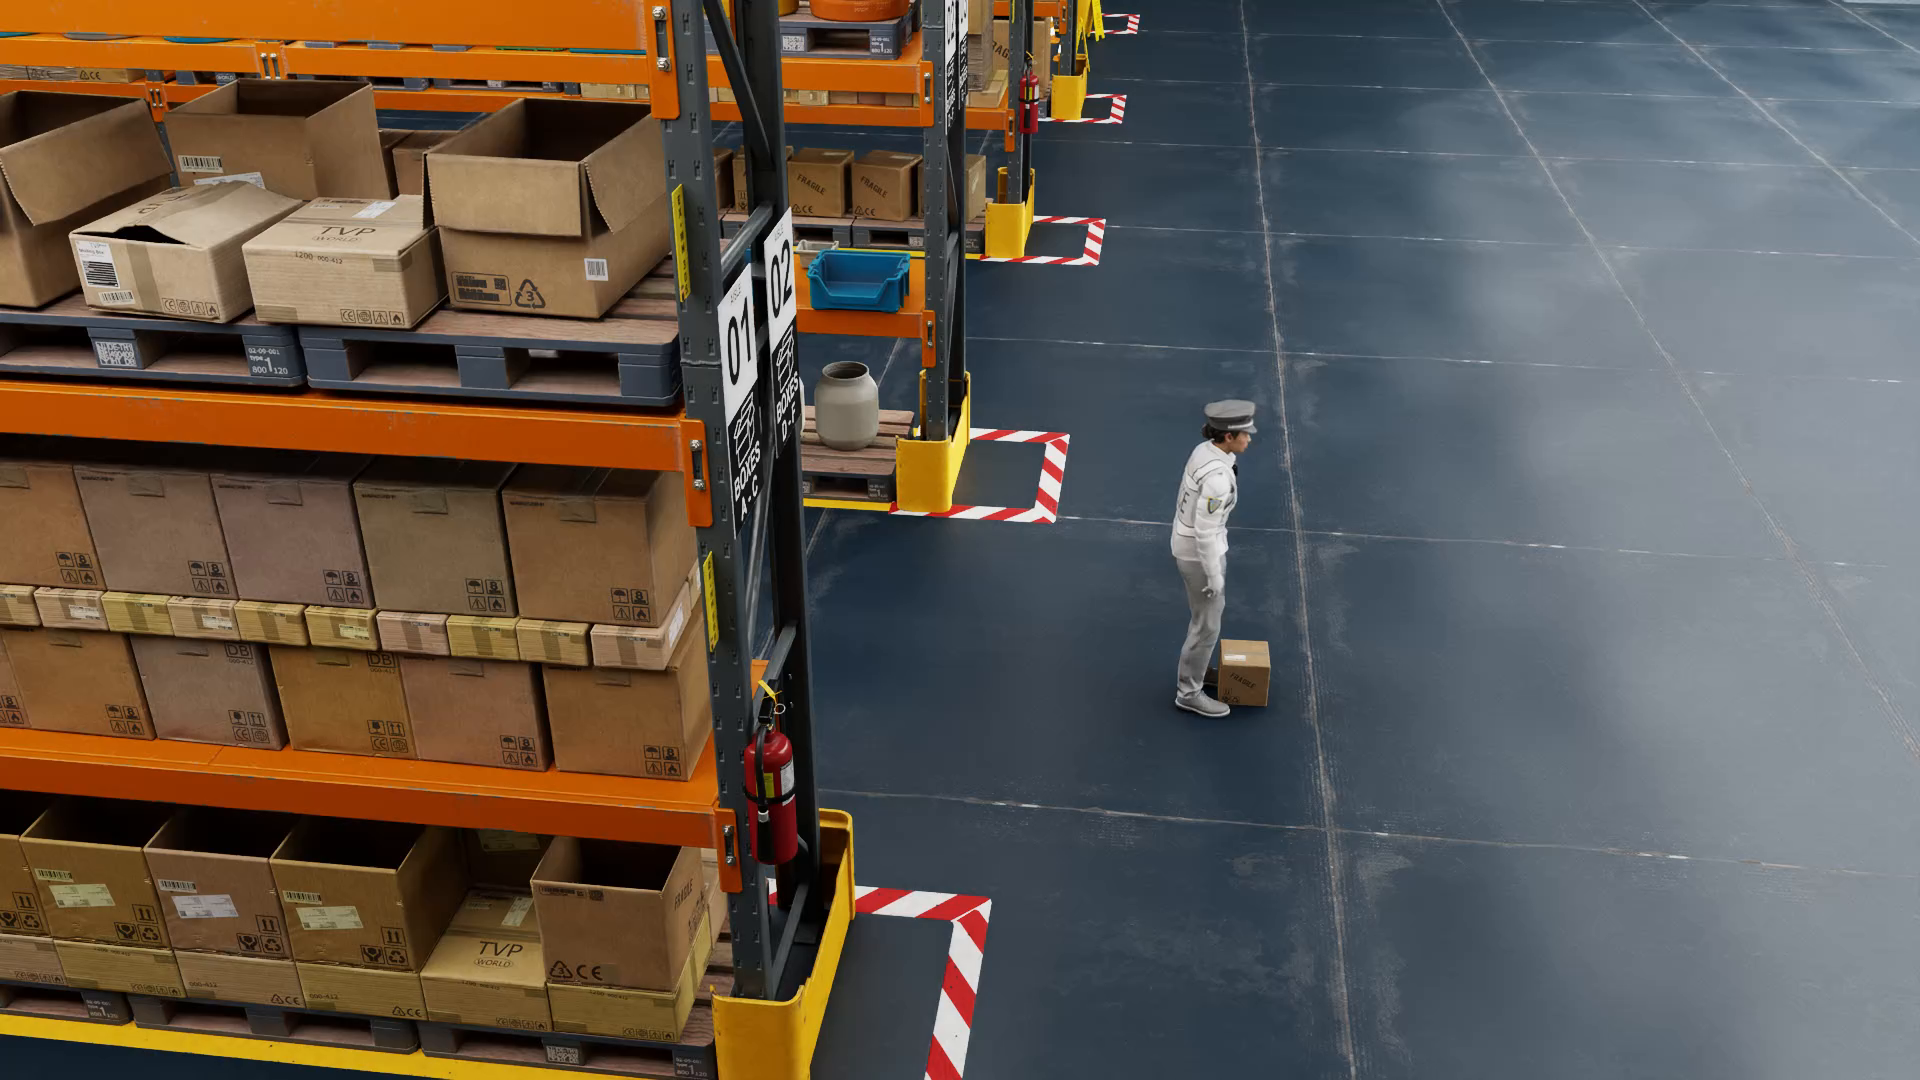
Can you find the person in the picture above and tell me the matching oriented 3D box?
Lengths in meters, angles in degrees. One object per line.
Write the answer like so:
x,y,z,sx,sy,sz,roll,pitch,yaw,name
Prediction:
1.280,0.073,8.486,0.404,1.663,0.535,3,29,6,person
